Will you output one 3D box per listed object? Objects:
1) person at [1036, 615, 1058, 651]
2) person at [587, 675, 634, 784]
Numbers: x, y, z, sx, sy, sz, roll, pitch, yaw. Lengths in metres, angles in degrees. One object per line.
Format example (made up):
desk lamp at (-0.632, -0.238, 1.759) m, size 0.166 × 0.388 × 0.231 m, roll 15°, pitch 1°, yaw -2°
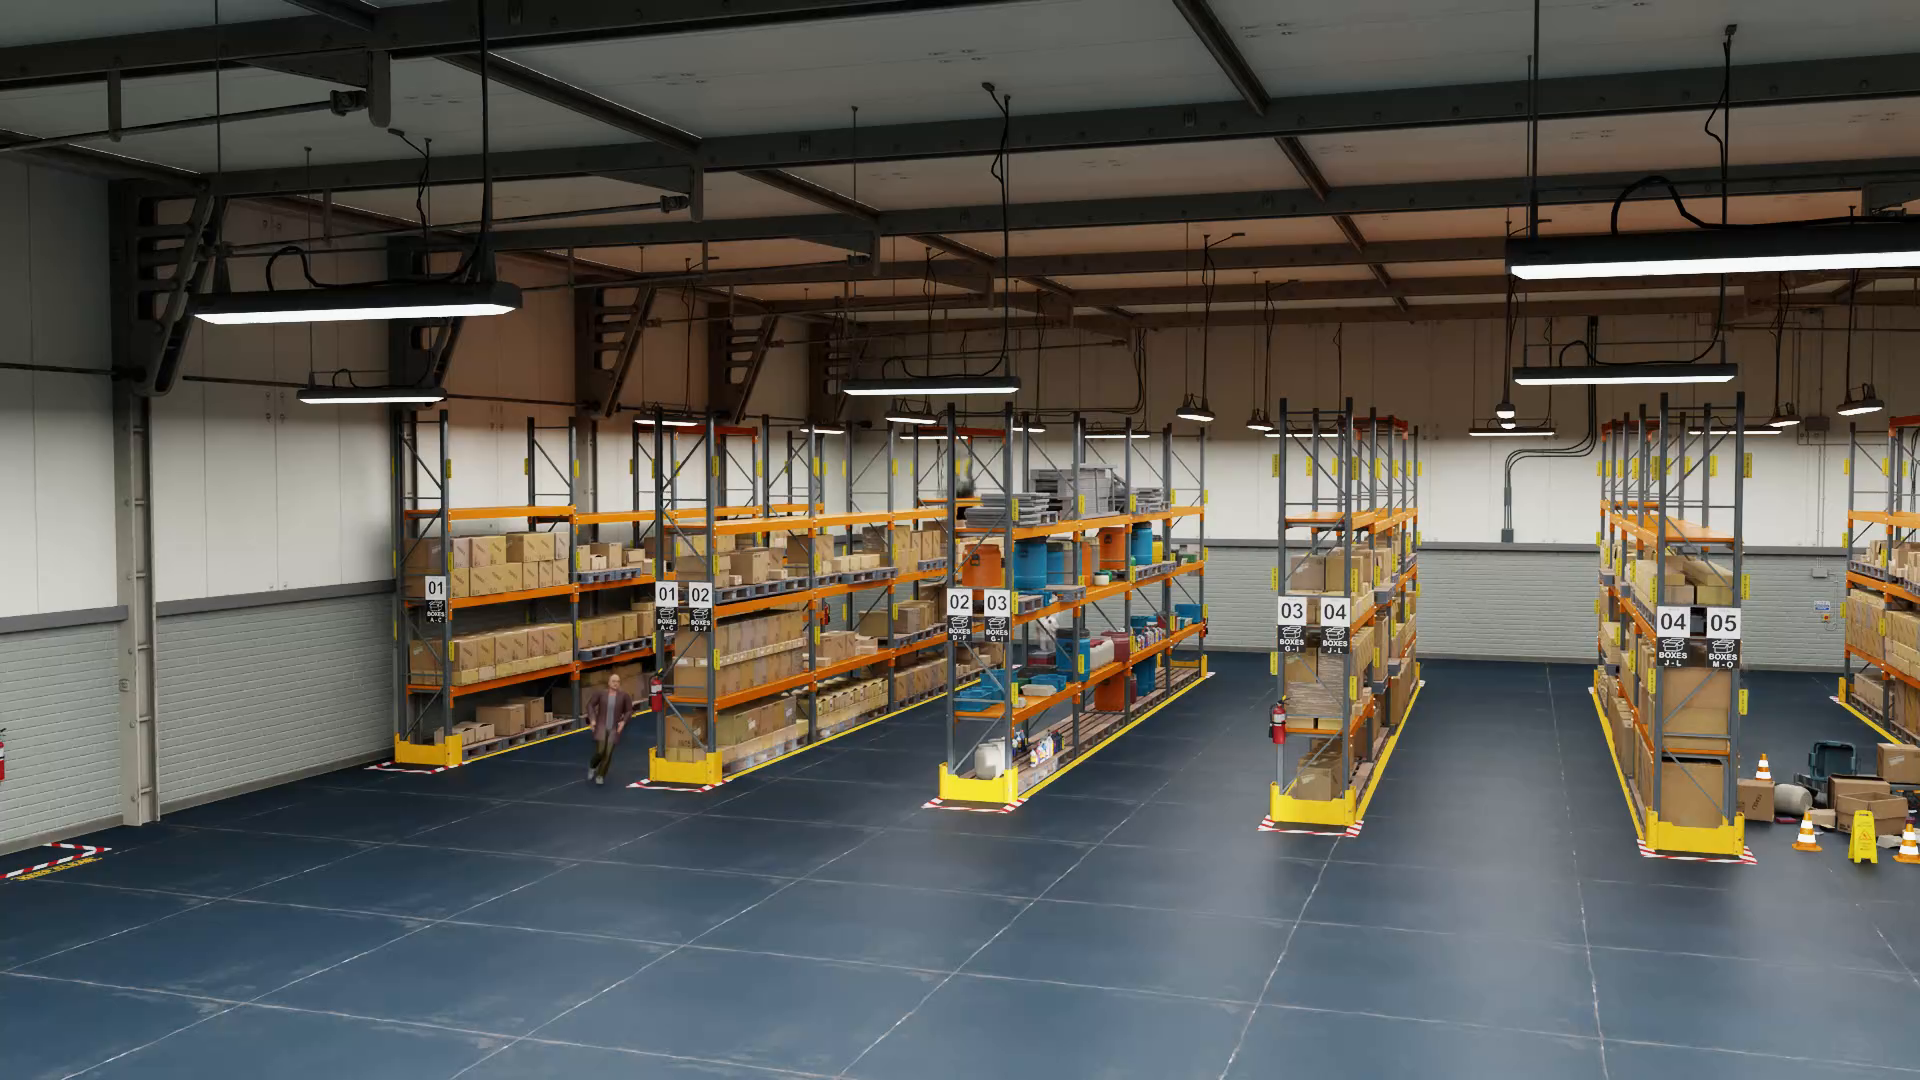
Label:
person at (2.095, 2.440, 40.025) m, size 0.579 × 1.738 × 0.782 m, roll 0°, pitch 2°, yaw 11°
person at (-5.561, 3.004, 26.464) m, size 0.729 × 1.722 × 0.599 m, roll -1°, pitch 3°, yaw -17°
